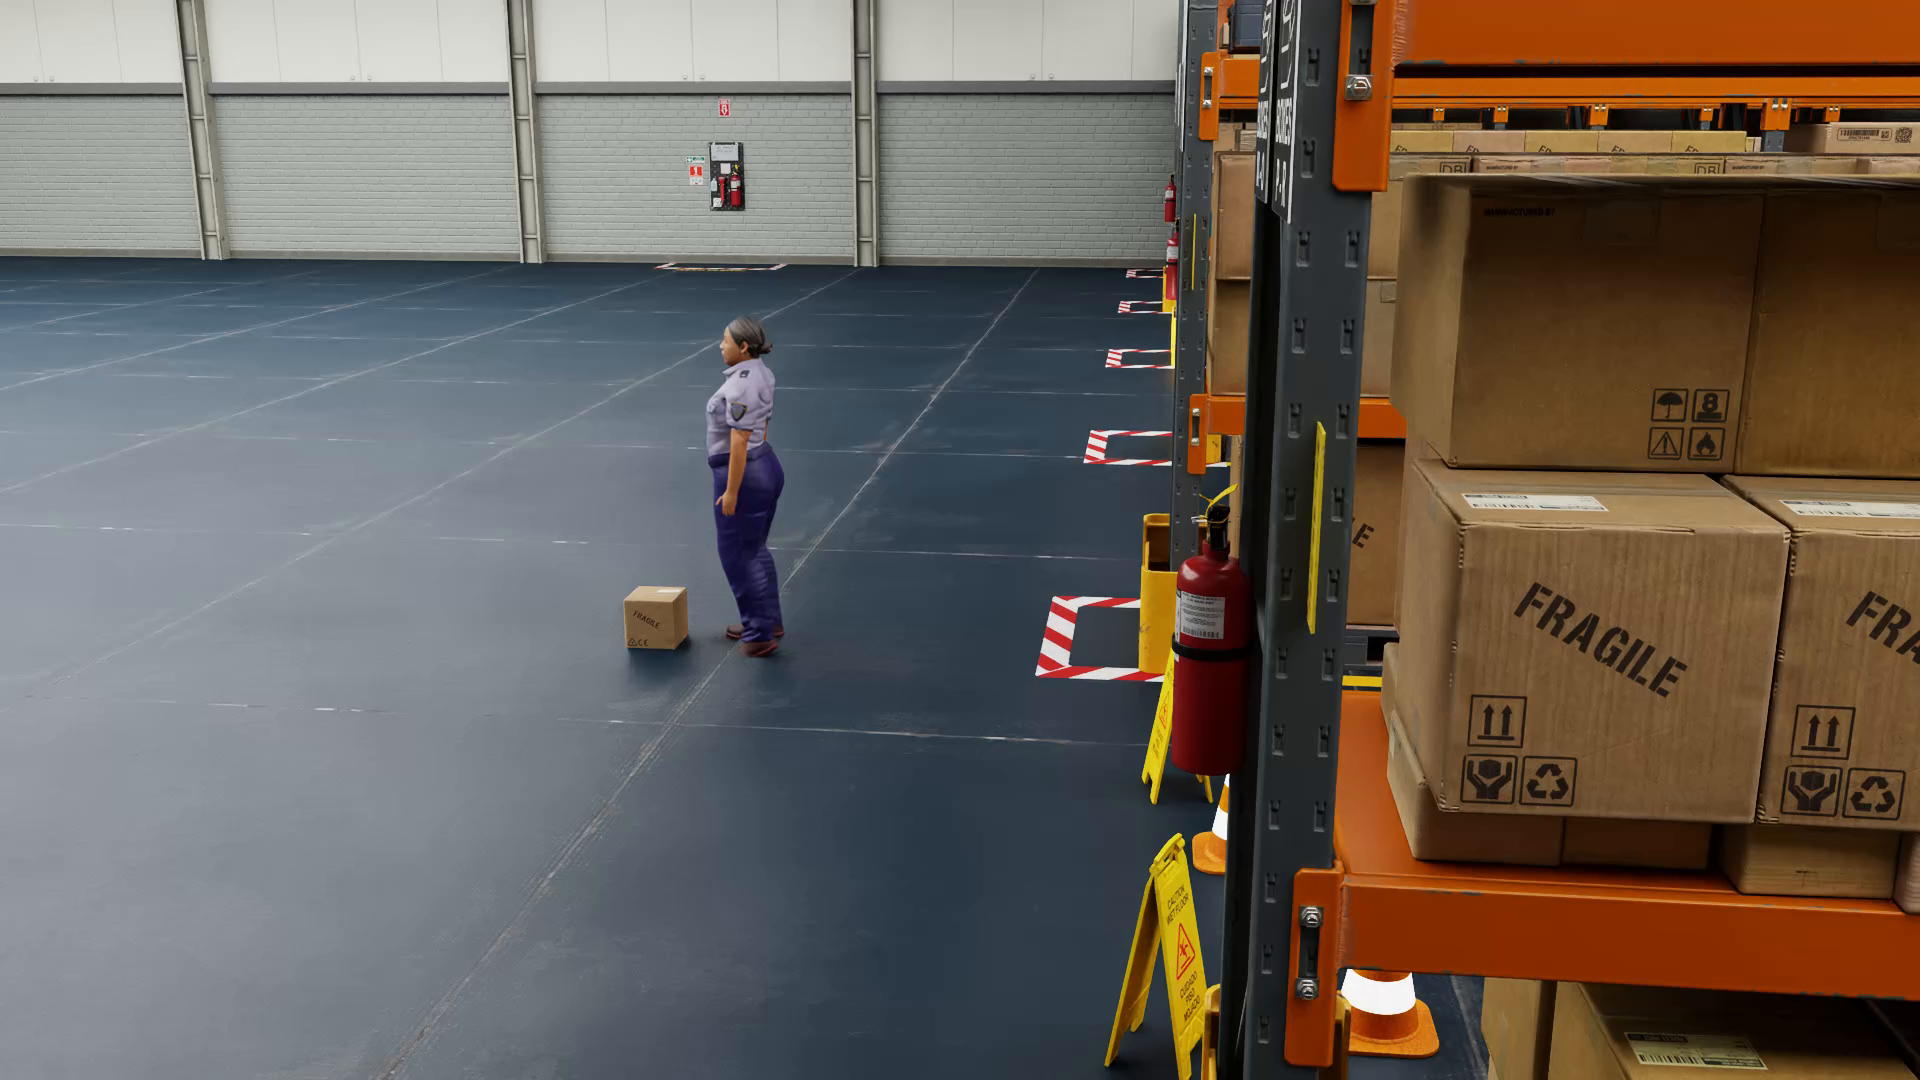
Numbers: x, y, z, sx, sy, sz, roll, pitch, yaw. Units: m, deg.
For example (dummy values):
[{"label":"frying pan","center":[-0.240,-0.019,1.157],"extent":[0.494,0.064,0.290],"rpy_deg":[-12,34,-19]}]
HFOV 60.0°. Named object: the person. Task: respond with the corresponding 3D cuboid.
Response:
[{"label":"person","center":[-1.046,-0.244,8.095],"extent":[0.351,1.691,0.467],"rpy_deg":[2,15,8]}]
